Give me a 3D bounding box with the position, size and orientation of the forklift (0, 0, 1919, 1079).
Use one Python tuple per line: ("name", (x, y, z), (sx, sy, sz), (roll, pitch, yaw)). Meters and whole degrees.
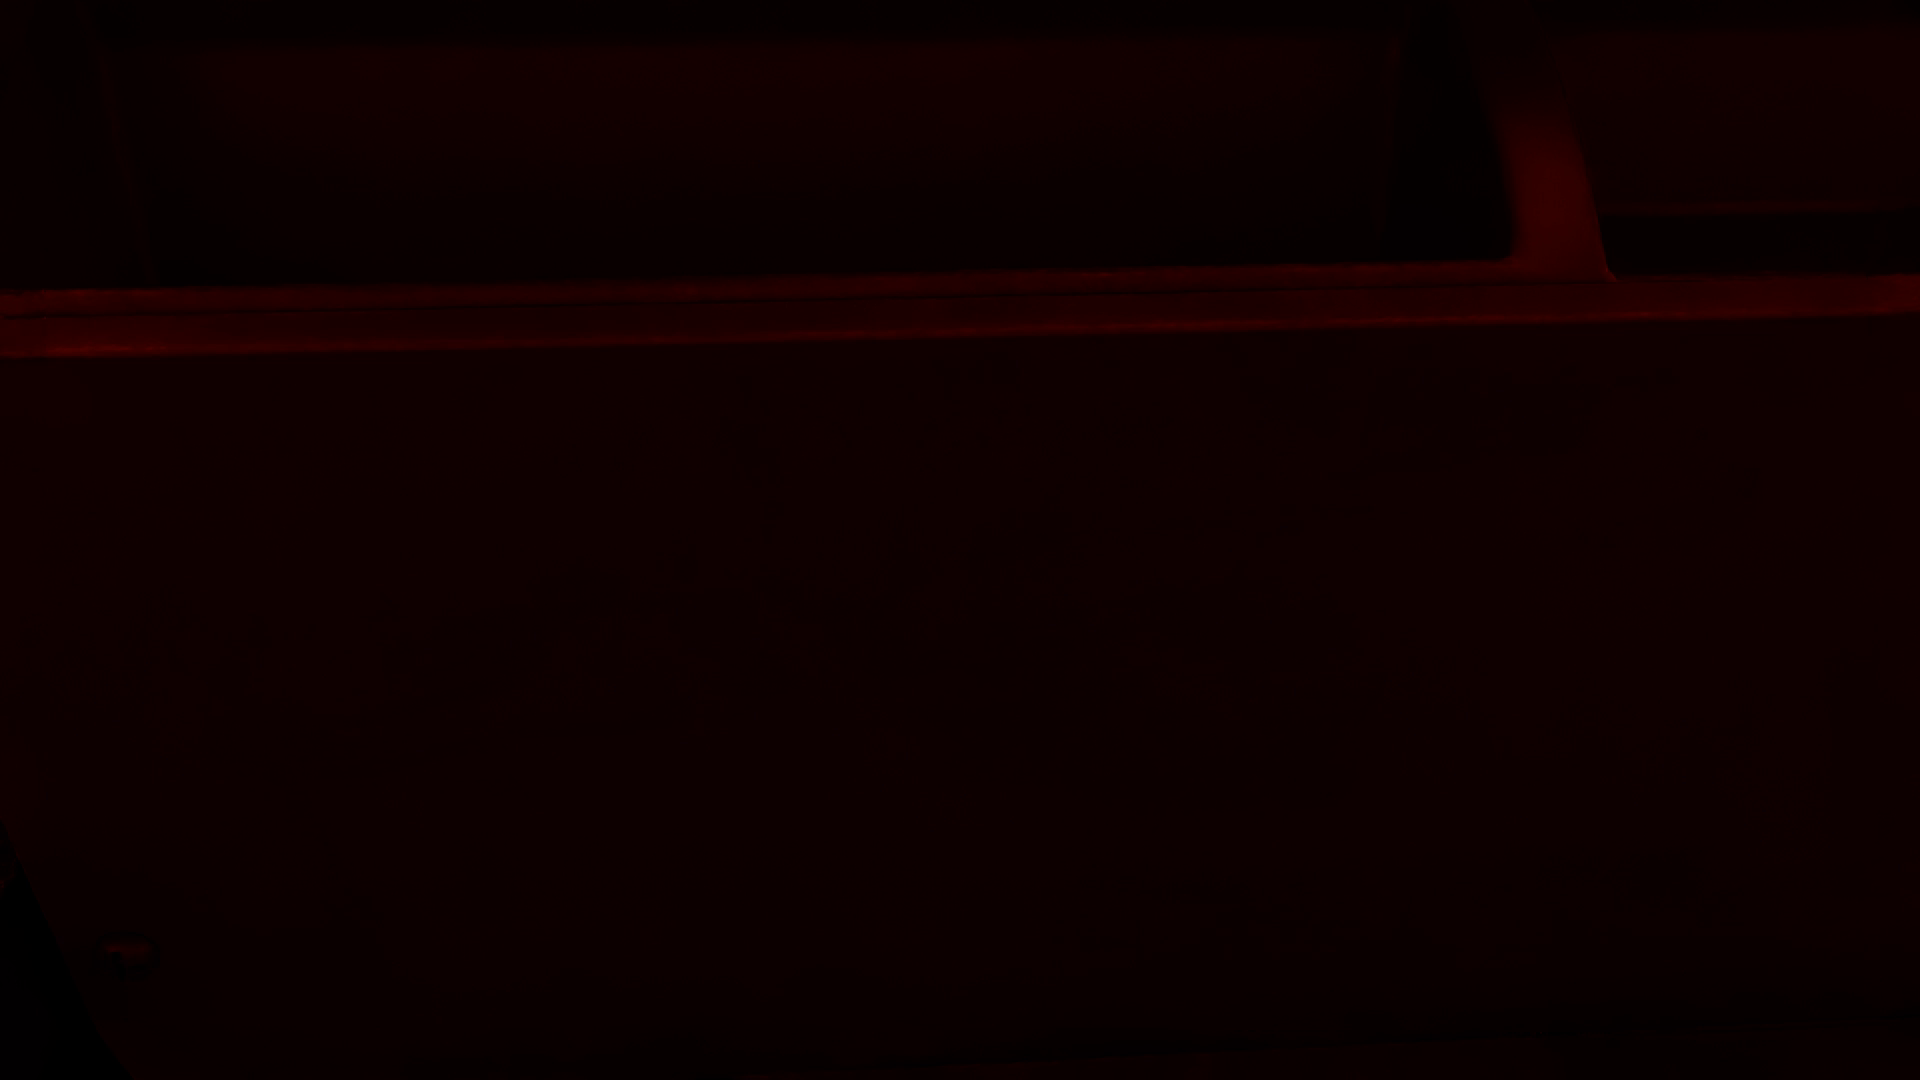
("forklift", (0.185, -0.432, 0.103), (1.130, 2.935, 3.031), (-2, 27, -3))
